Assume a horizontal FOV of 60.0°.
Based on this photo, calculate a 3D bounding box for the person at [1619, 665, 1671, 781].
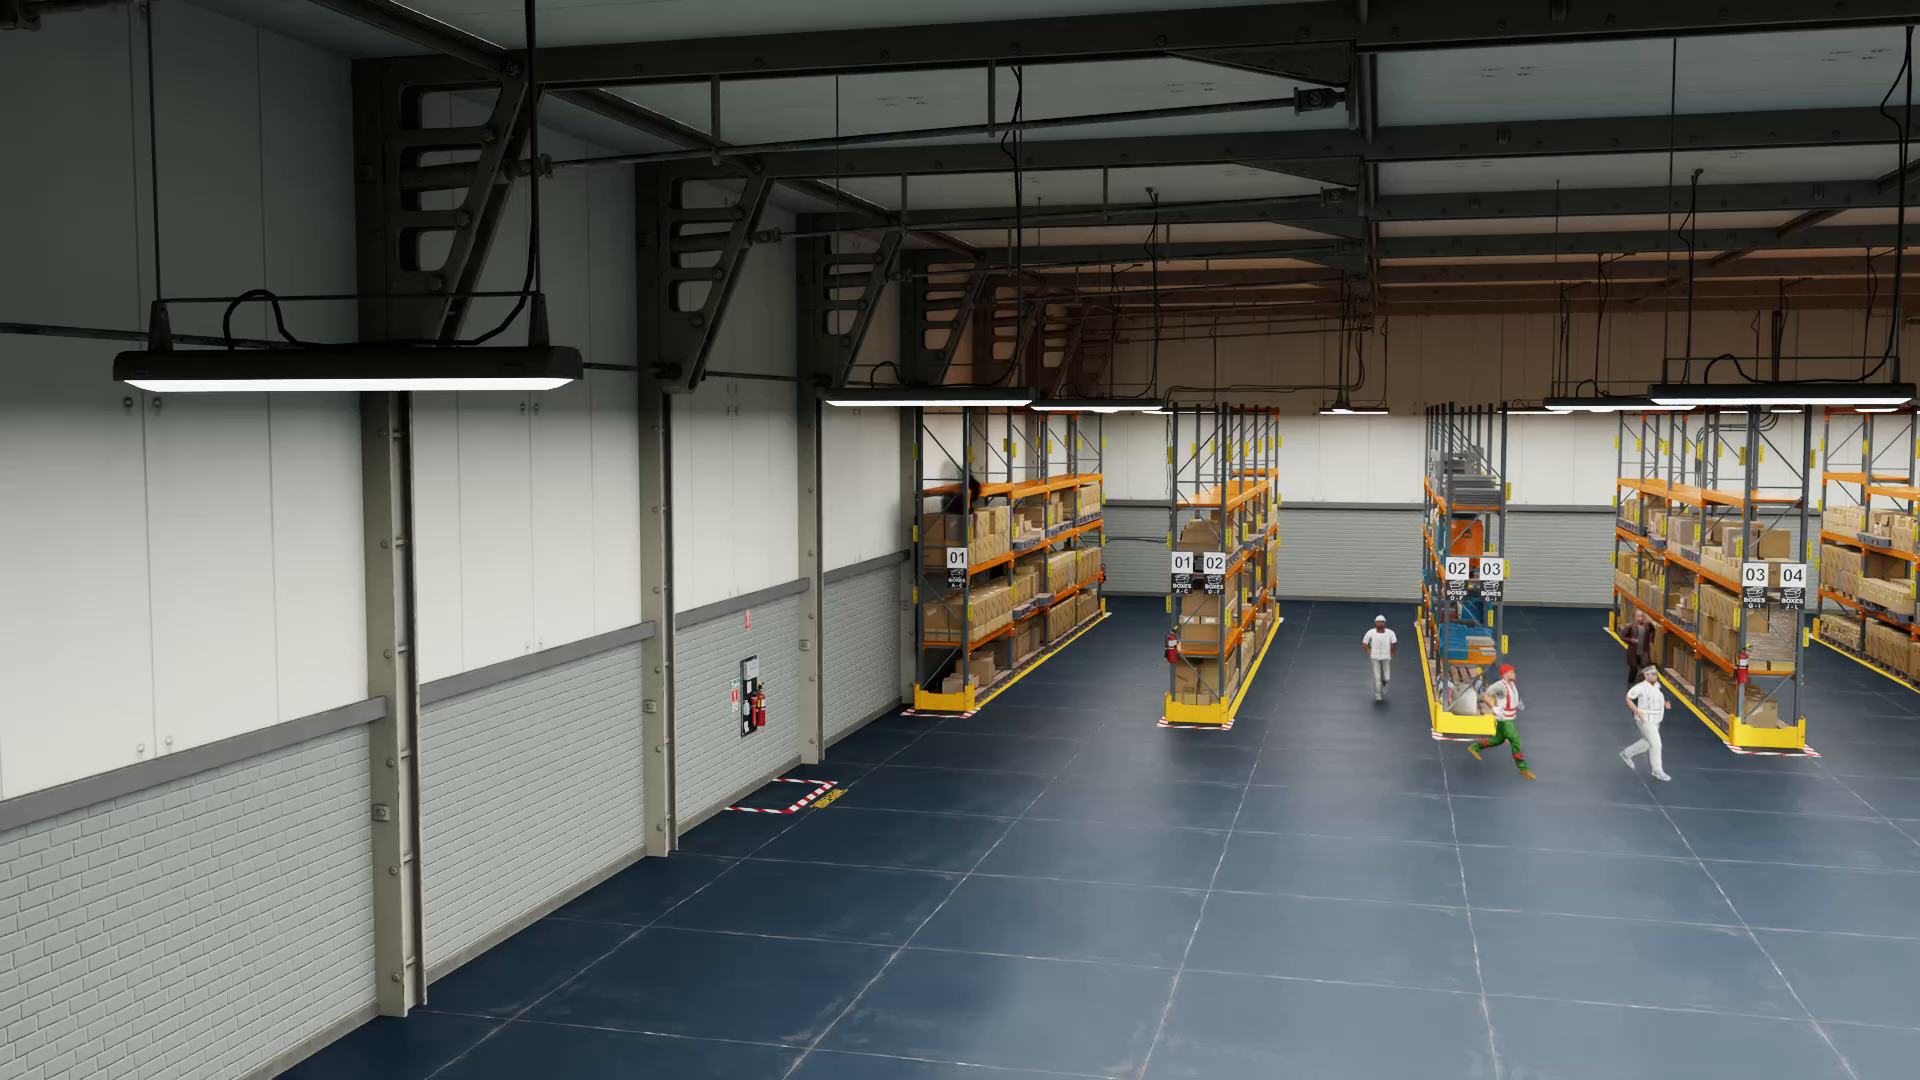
[{"bbox_3d":[10.983,2.878,26.568,0.647,1.802,0.910,-3,5,-38],"label":"person"}]

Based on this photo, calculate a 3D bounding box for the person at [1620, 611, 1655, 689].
[{"bbox_3d":[13.833,2.341,33.935,0.715,1.827,1.045,1,4,12],"label":"person"}]

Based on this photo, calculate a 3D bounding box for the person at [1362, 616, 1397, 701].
[{"bbox_3d":[8.486,2.382,33.601,0.696,1.718,0.605,1,4,9],"label":"person"}]

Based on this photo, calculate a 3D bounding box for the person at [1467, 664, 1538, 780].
[{"bbox_3d":[8.710,2.868,26.638,1.172,1.790,0.623,3,5,35],"label":"person"}]
